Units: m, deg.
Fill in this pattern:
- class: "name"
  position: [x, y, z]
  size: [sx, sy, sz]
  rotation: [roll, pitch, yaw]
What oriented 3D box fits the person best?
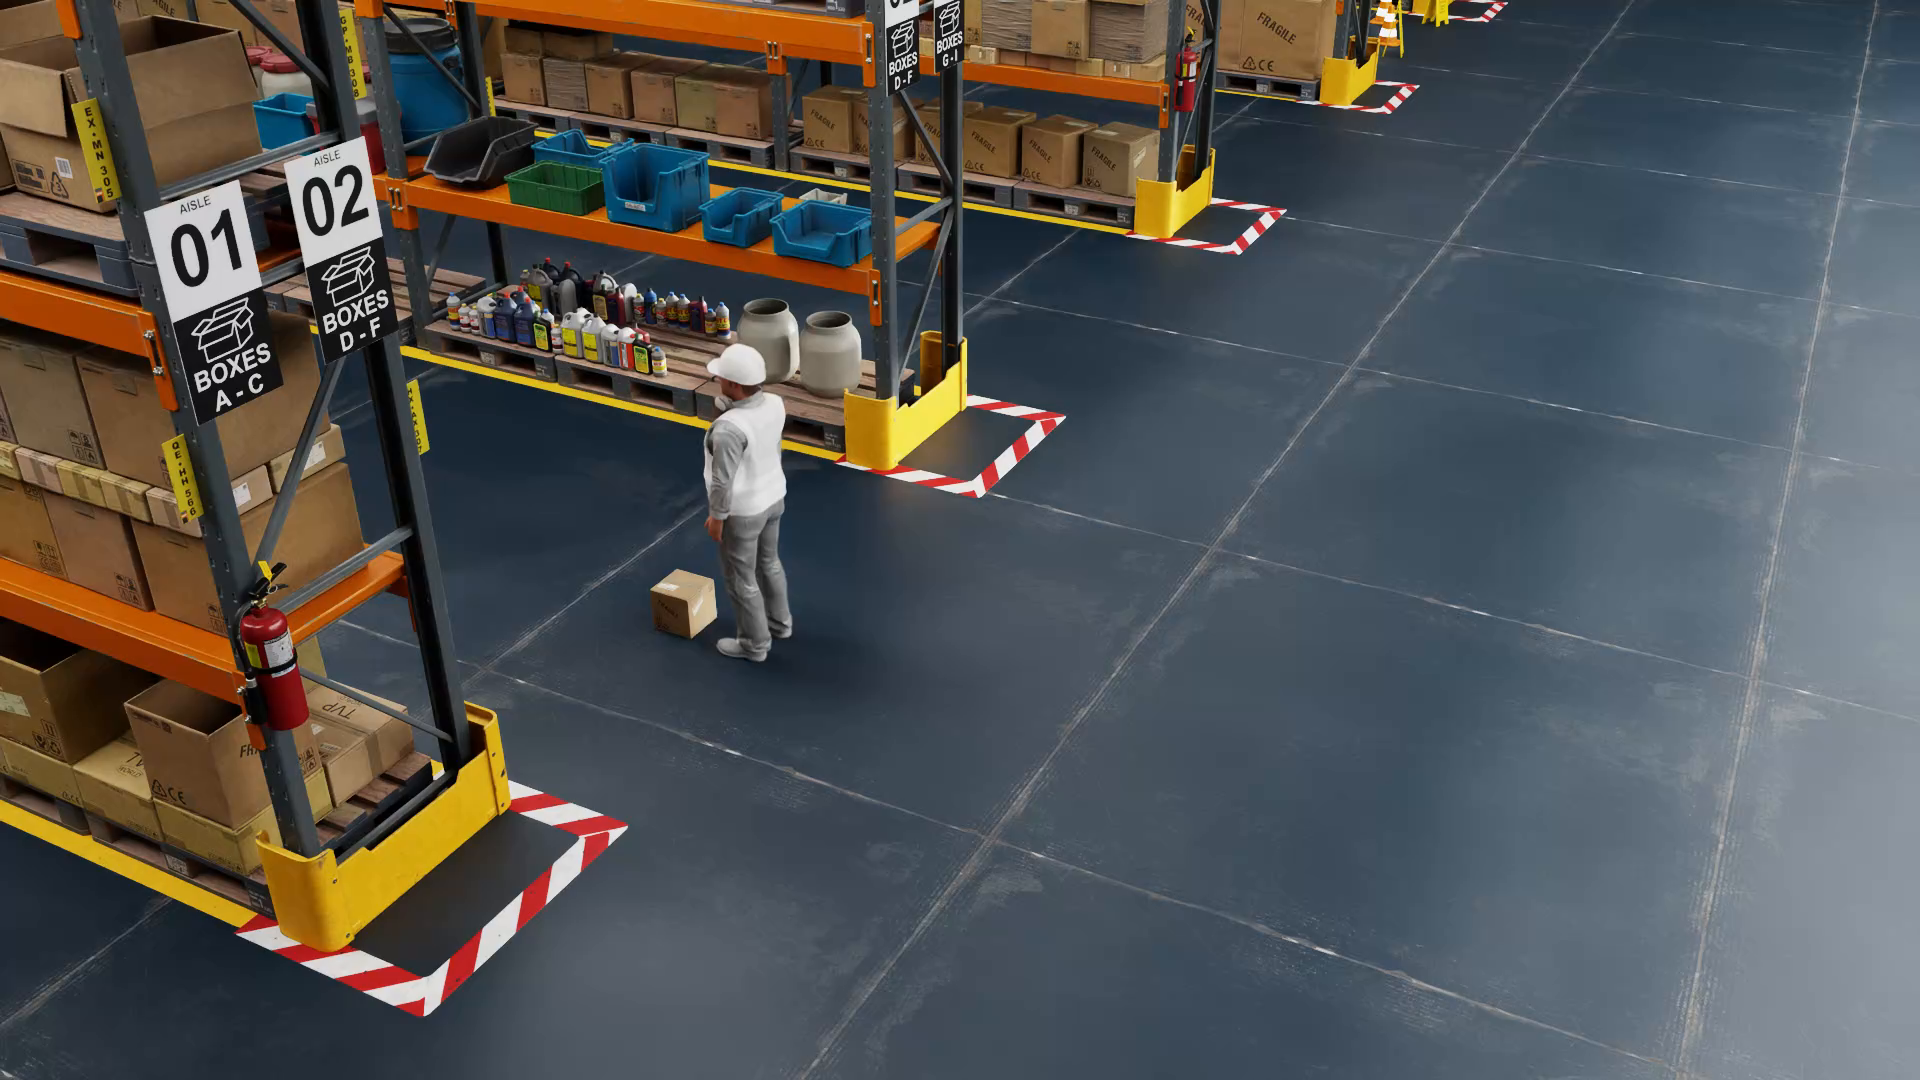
- class: "person"
  position: [-1.112, -0.192, 8.604]
  size: [0.358, 1.771, 0.533]
  rotation: [15, 33, 24]
